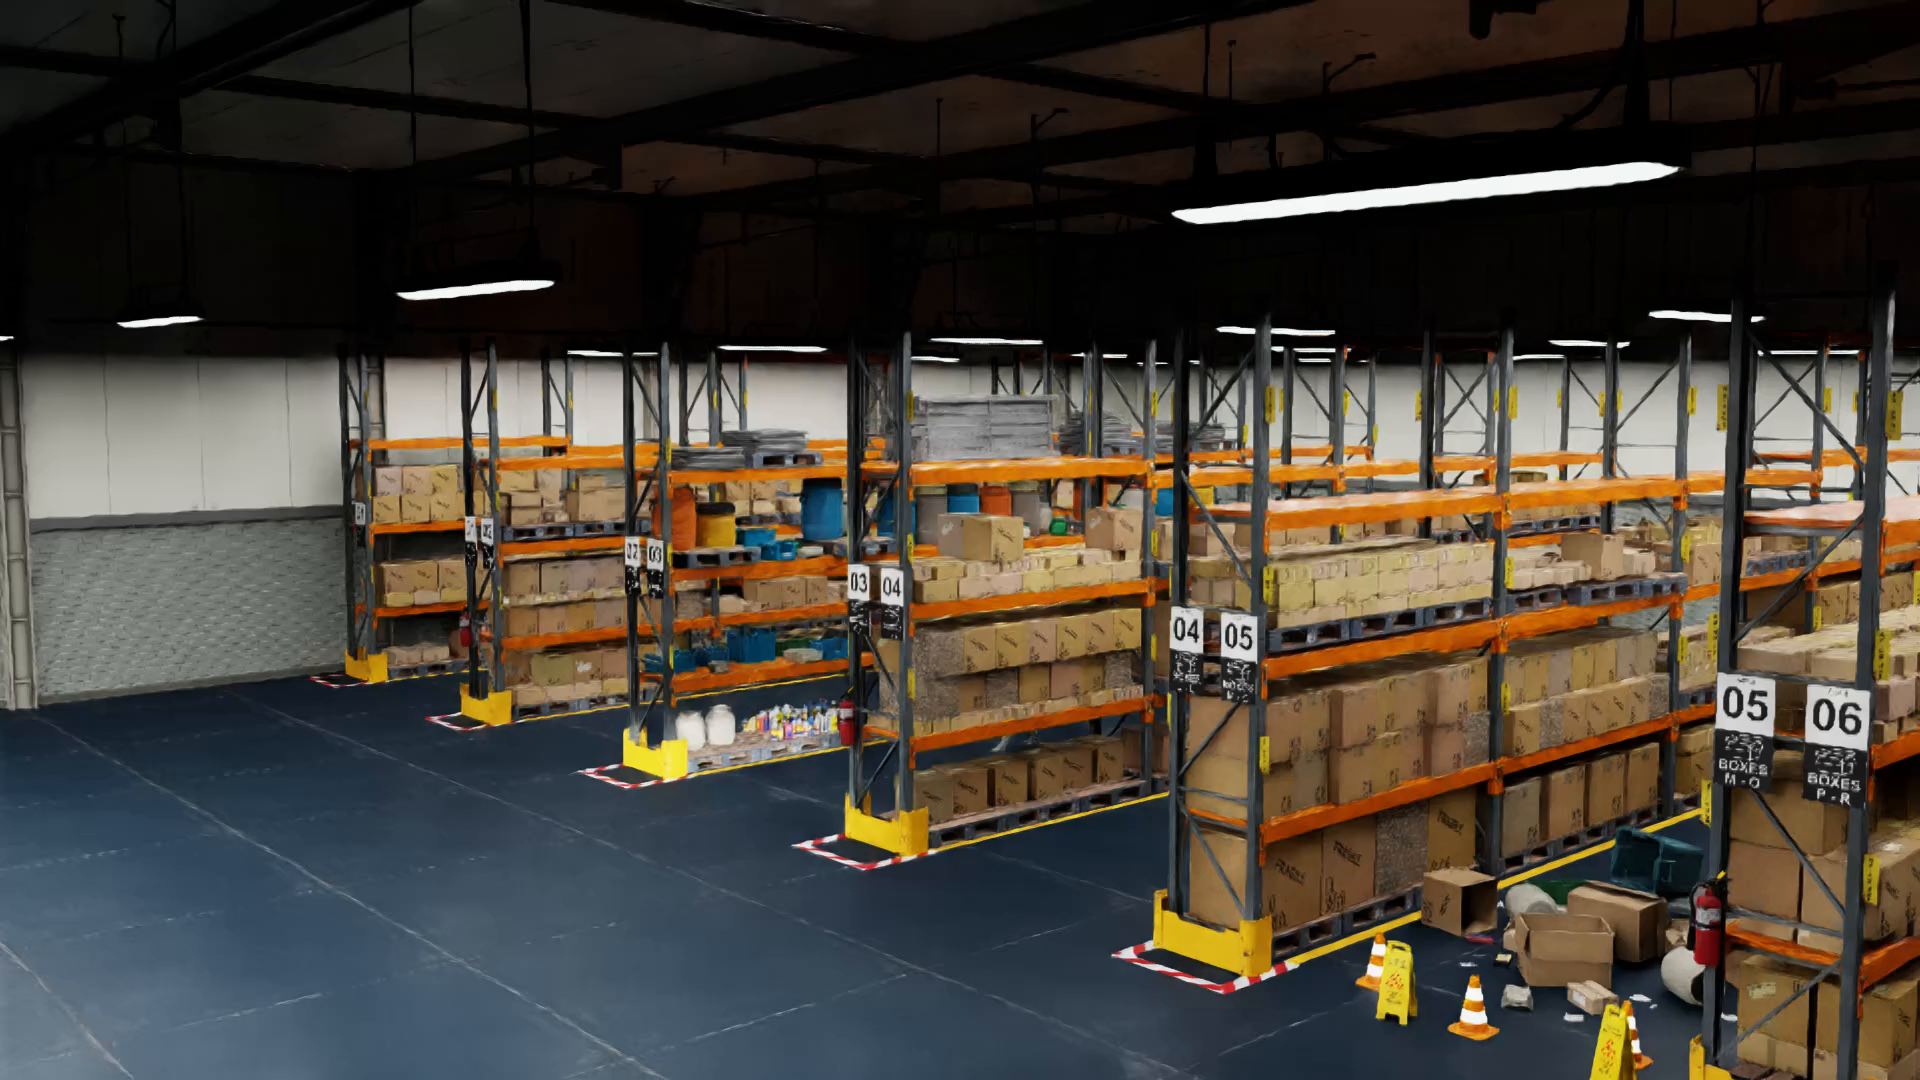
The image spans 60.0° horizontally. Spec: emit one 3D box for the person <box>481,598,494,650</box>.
[{"bbox_3d":[-7.986,1.767,28.916,0.613,1.607,0.808,3,6,30],"label":"person"}]

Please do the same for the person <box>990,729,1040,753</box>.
[{"bbox_3d":[0.764,2.216,23.879,1.086,1.589,0.495,-4,7,-39],"label":"person"}]
